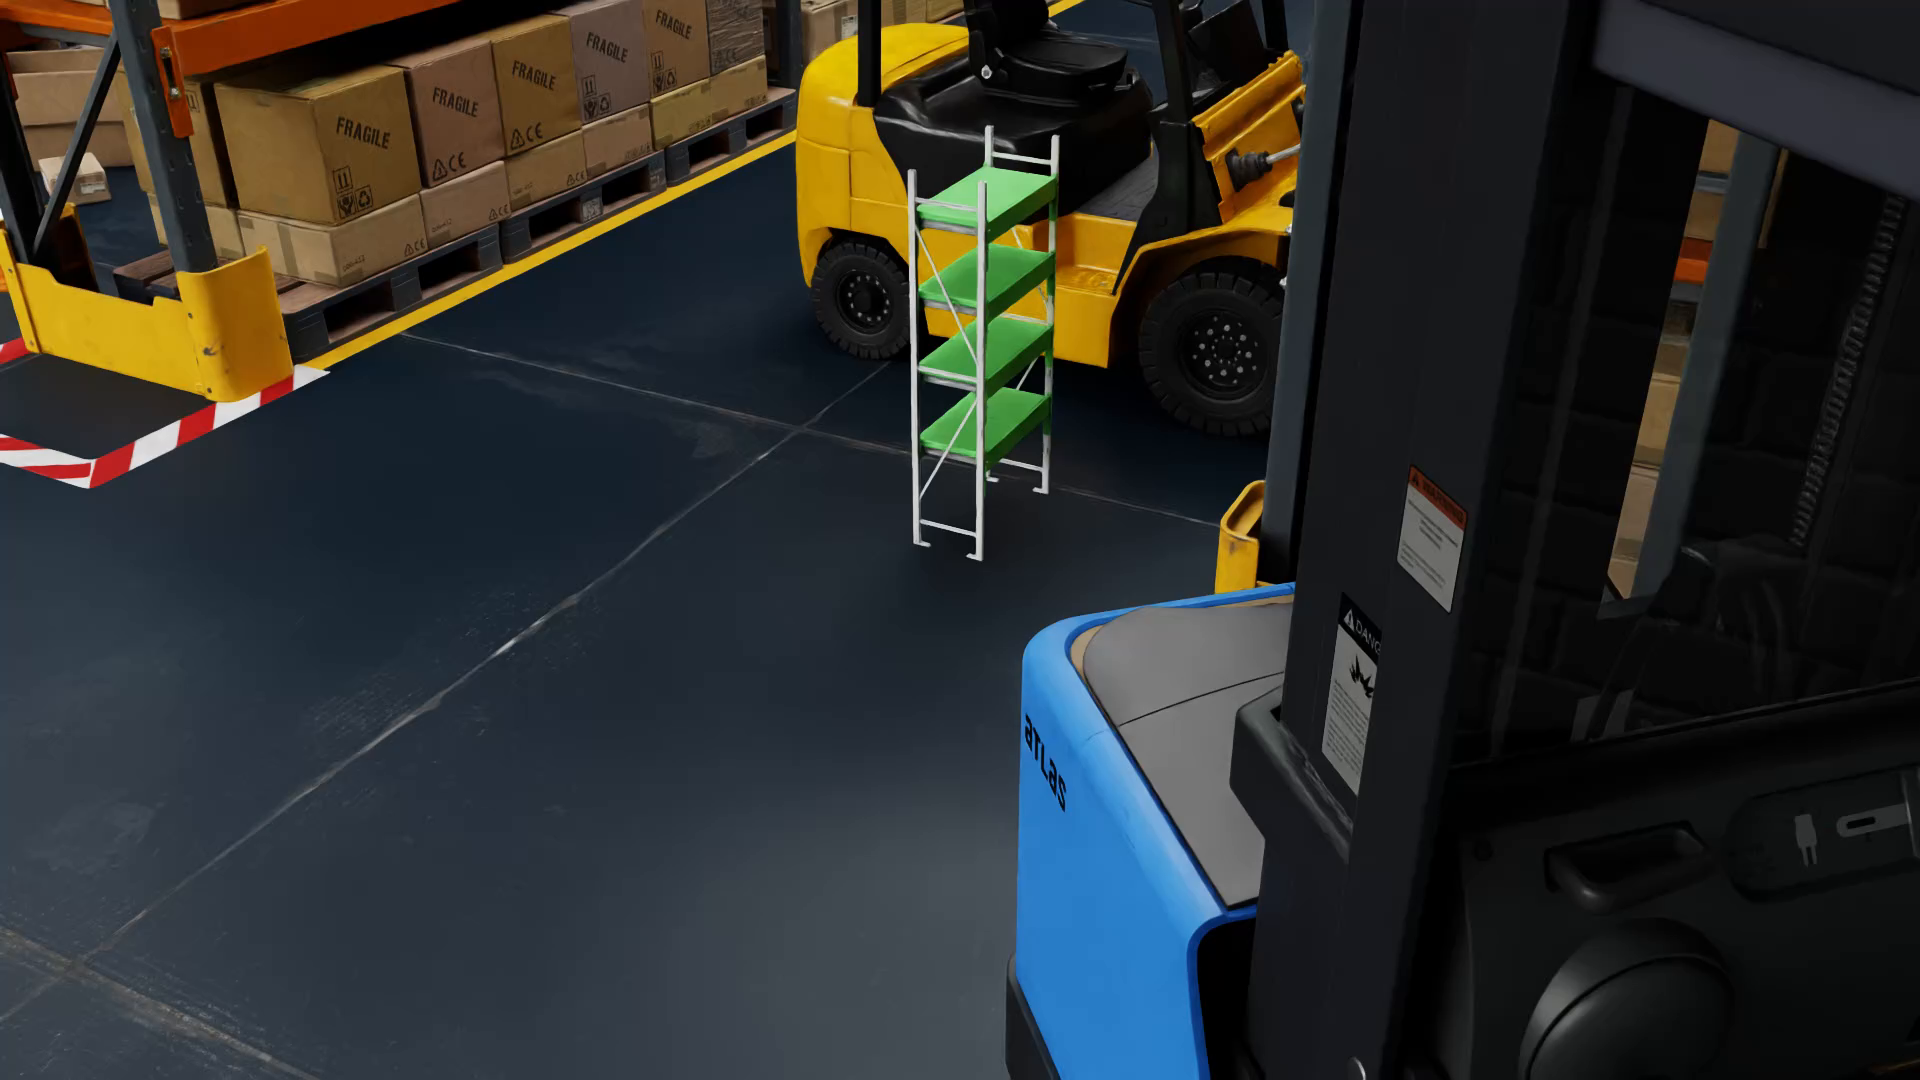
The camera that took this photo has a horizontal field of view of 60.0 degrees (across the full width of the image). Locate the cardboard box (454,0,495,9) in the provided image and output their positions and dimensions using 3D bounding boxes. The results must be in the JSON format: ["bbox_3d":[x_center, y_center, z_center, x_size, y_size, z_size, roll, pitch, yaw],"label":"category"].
[{"bbox_3d":[-2.315,-2.389,7.984,0.500,0.500,0.500,16,34,26],"label":"cardboard box"}]

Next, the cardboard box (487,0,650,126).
[{"bbox_3d":[-1.827,-2.283,7.800,0.500,0.500,0.500,16,34,26],"label":"cardboard box"}]

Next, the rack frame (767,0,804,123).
[{"bbox_3d":[-1.335,-3.744,8.757,1.000,3.000,0.127,14,33,23],"label":"rack frame"}]

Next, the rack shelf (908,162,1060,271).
[{"bbox_3d":[0.075,-0.955,4.872,0.258,0.148,0.480,14,33,23],"label":"rack shelf"}]

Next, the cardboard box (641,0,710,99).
[{"bbox_3d":[-1.596,-2.510,8.195,0.500,0.500,0.500,15,33,24],"label":"cardboard box"}]

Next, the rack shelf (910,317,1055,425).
[{"bbox_3d":[0.075,-0.538,5.111,0.258,0.148,0.480,14,33,23],"label":"rack shelf"}]

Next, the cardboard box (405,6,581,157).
[{"bbox_3d":[-2.063,-2.044,7.384,0.500,0.500,0.500,15,33,24],"label":"cardboard box"}]

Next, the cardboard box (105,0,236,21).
[{"bbox_3d":[-2.818,-1.965,5.912,0.380,0.149,0.250,14,33,23],"label":"cardboard box"}]

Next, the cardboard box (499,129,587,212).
[{"bbox_3d":[-2.067,-1.725,7.580,0.500,0.250,0.500,17,34,27],"label":"cardboard box"}]

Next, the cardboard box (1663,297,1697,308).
[{"bbox_3d":[1.875,-0.662,4.726,0.500,0.250,0.500,14,33,23],"label":"cardboard box"}]

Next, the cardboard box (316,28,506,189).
[{"bbox_3d":[-2.299,-1.824,7.000,0.500,0.500,0.500,13,32,21],"label":"cardboard box"}]

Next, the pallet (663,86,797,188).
[{"bbox_3d":[-1.609,-2.229,8.919,1.003,0.211,1.213,14,33,23],"label":"pallet"}]

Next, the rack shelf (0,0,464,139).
[{"bbox_3d":[-2.246,-2.545,7.393,1.077,0.370,4.000,14,33,23],"label":"rack shelf"}]

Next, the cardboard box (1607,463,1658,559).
[{"bbox_3d":[1.662,-0.214,4.448,0.500,0.250,0.500,15,33,24],"label":"cardboard box"}]

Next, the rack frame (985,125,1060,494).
[{"bbox_3d":[0.187,-0.702,5.267,0.240,1.200,0.015,14,33,23],"label":"rack frame"}]

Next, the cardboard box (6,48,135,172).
[{"bbox_3d":[-4.611,-2.241,8.647,0.797,0.503,0.637,-7,31,-11],"label":"cardboard box"}]

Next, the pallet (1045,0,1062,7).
[{"bbox_3d":[0.130,-3.962,11.937,1.003,0.211,1.213,14,33,23],"label":"pallet"}]

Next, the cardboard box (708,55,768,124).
[{"bbox_3d":[-1.365,-2.411,8.775,0.500,0.250,0.500,16,33,25],"label":"cardboard box"}]

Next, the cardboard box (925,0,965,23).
[{"bbox_3d":[-0.459,-3.648,10.807,0.950,0.372,0.625,15,33,25],"label":"cardboard box"}]

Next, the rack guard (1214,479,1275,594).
[{"bbox_3d":[1.252,0.248,4.315,1.175,0.500,0.348,14,33,23],"label":"rack guard"}]

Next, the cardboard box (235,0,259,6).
[{"bbox_3d":[-2.716,-2.081,6.113,0.380,0.149,0.250,15,33,24],"label":"cardboard box"}]

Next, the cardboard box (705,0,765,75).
[{"bbox_3d":[-1.366,-2.736,8.588,0.500,0.500,0.500,14,33,23],"label":"cardboard box"}]

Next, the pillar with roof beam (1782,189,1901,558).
[{"bbox_3d":[-1.450,-4.529,4.100,9.100,9.000,0.400,14,33,23],"label":"pillar with roof beam"}]

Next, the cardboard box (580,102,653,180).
[{"bbox_3d":[-1.834,-1.948,7.969,0.500,0.250,0.500,15,33,24],"label":"cardboard box"}]

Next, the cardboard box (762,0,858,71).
[{"bbox_3d":[-1.098,-3.020,9.713,0.950,0.372,0.625,15,33,24],"label":"cardboard box"}]

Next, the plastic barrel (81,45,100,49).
[{"bbox_3d":[-4.939,-2.854,9.795,0.421,0.421,0.512,-12,32,-20],"label":"plastic barrel"}]

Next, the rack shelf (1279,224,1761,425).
[{"bbox_3d":[2.174,-1.421,5.435,1.077,0.370,4.000,14,33,23],"label":"rack shelf"}]

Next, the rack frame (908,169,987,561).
[{"bbox_3d":[-0.036,-0.486,4.891,0.240,1.200,0.015,14,33,23],"label":"rack frame"}]

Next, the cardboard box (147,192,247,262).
[{"bbox_3d":[-3.017,-1.390,6.998,0.500,0.250,0.500,14,33,23],"label":"cardboard box"}]

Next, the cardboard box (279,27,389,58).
[{"bbox_3d":[-2.790,-1.932,7.189,0.500,0.500,0.500,16,33,25],"label":"cardboard box"}]

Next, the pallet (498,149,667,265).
[{"bbox_3d":[-2.164,-1.686,7.974,1.003,0.211,1.213,14,33,23],"label":"pallet"}]

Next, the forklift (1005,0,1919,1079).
[{"bbox_3d":[0.988,0.439,1.542,1.130,2.935,3.031,-8,31,-14],"label":"forklift"}]

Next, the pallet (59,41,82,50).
[{"bbox_3d":[-6.204,-3.293,10.773,1.003,0.211,1.213,14,33,23],"label":"pallet"}]

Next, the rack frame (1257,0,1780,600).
[{"bbox_3d":[1.263,-0.846,3.711,1.000,3.000,0.127,14,33,23],"label":"rack frame"}]

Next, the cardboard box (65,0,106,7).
[{"bbox_3d":[-3.177,-2.076,6.105,0.380,0.149,0.250,15,33,25],"label":"cardboard box"}]

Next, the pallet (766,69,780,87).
[{"bbox_3d":[-0.982,-2.880,10.053,1.003,0.211,1.213,14,33,23],"label":"pallet"}]

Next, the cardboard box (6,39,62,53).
[{"bbox_3d":[-5.581,-2.818,9.653,0.500,0.500,0.500,21,36,32],"label":"cardboard box"}]

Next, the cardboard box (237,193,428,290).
[{"bbox_3d":[-2.543,-1.255,6.763,0.500,0.250,0.500,14,33,23],"label":"cardboard box"}]

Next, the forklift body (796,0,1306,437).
[{"bbox_3d":[0.503,-1.733,6.107,2.313,2.155,1.214,14,33,23],"label":"forklift body"}]

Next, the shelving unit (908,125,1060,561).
[{"bbox_3d":[0.075,-0.594,5.079,0.258,1.200,0.503,14,33,23],"label":"shelving unit"}]

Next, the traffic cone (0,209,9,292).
[{"bbox_3d":[-4.110,-1.354,7.143,0.336,0.463,0.334,14,33,23],"label":"traffic cone"}]

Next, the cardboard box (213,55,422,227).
[{"bbox_3d":[-2.533,-1.591,6.595,0.500,0.500,0.500,13,32,22],"label":"cardboard box"}]

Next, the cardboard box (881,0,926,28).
[{"bbox_3d":[-0.774,-3.339,10.269,0.950,0.372,0.625,16,34,26],"label":"cardboard box"}]

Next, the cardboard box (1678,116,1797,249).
[{"bbox_3d":[1.736,-1.046,3.959,0.500,0.500,0.500,15,33,25],"label":"cardboard box"}]

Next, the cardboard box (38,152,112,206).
[{"bbox_3d":[-4.359,-1.773,8.189,0.250,0.149,0.380,-18,34,-28],"label":"cardboard box"}]

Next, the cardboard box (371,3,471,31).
[{"bbox_3d":[-2.553,-2.154,7.575,0.500,0.500,0.500,14,33,22],"label":"cardboard box"}]

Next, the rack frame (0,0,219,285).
[{"bbox_3d":[-3.157,-1.971,5.669,1.000,3.000,0.127,14,33,23],"label":"rack frame"}]

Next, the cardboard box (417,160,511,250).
[{"bbox_3d":[-2.304,-1.480,7.154,0.500,0.250,0.500,16,33,25],"label":"cardboard box"}]

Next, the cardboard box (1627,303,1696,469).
[{"bbox_3d":[1.651,-0.440,4.339,0.500,0.250,0.500,14,33,23],"label":"cardboard box"}]

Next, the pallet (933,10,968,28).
[{"bbox_3d":[-0.427,-3.423,10.999,1.003,0.211,1.213,14,33,23],"label":"pallet"}]

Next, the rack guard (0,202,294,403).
[{"bbox_3d":[-3.123,-0.920,6.351,1.175,0.500,0.348,14,33,23],"label":"rack guard"}]

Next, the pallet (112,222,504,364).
[{"bbox_3d":[-2.721,-1.147,7.036,1.003,0.211,1.213,14,33,23],"label":"pallet"}]

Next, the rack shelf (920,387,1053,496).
[{"bbox_3d":[0.075,-0.330,5.230,0.258,0.148,0.480,14,33,23],"label":"rack shelf"}]

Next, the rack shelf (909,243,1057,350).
[{"bbox_3d":[0.075,-0.746,4.991,0.258,0.148,0.480,14,33,23],"label":"rack shelf"}]

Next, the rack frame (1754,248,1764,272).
[{"bbox_3d":[3.086,-2.619,6.799,1.000,3.000,0.127,14,33,23],"label":"rack frame"}]

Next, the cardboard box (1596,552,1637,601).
[{"bbox_3d":[1.661,-0.009,4.594,0.500,0.250,0.500,14,33,23],"label":"cardboard box"}]

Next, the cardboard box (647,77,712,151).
[{"bbox_3d":[-1.599,-2.172,8.360,0.500,0.250,0.500,13,32,22],"label":"cardboard box"}]

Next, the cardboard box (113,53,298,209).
[{"bbox_3d":[-3.024,-1.700,6.784,0.500,0.500,0.500,15,33,24],"label":"cardboard box"}]
